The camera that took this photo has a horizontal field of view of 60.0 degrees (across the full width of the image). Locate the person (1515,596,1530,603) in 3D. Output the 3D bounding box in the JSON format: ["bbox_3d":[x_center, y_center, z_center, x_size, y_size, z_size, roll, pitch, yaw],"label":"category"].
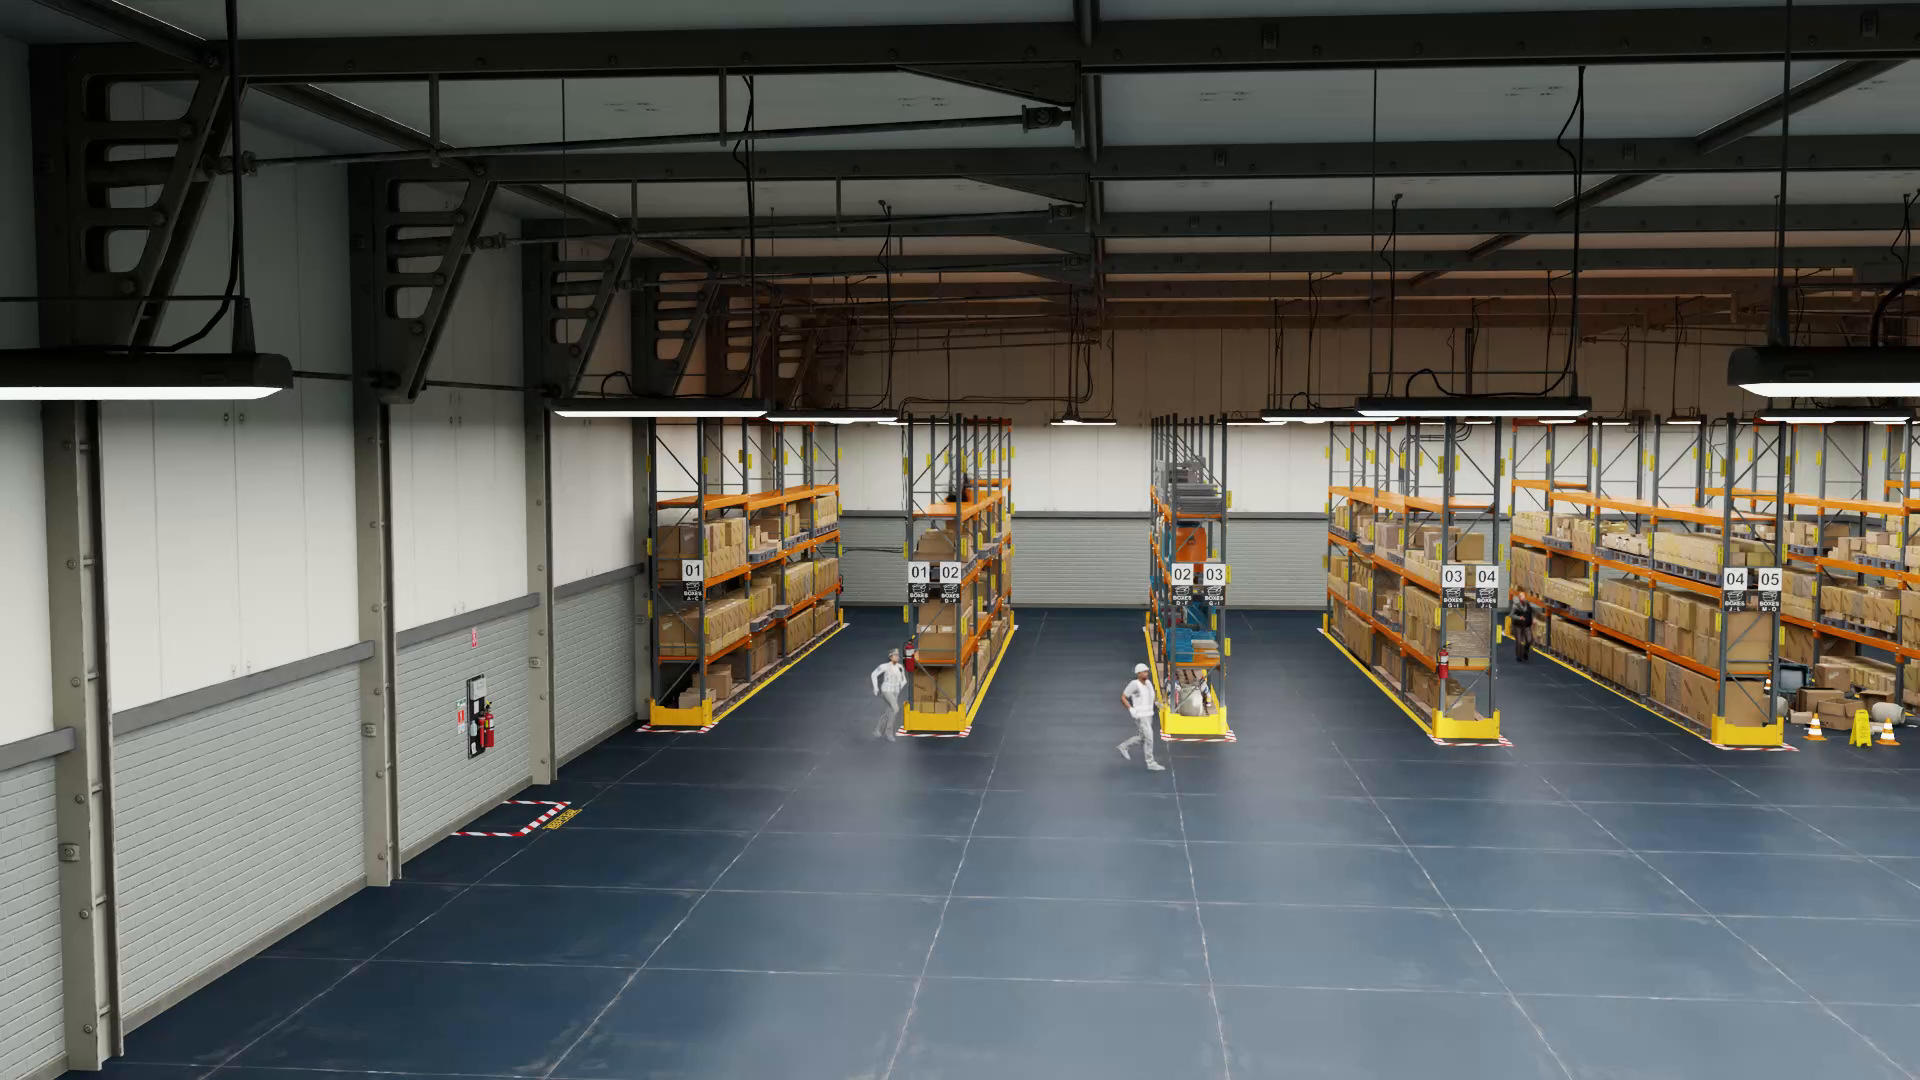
[{"bbox_3d":[16.096,1.779,47.366,0.610,1.531,0.693,1,4,12],"label":"person"}]

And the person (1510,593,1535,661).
[{"bbox_3d":[13.759,2.133,40.601,0.637,1.683,0.626,0,4,4],"label":"person"}]

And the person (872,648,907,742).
[{"bbox_3d":[-1.244,2.823,30.584,0.595,1.662,0.640,-3,5,-41],"label":"person"}]

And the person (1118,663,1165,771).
[{"bbox_3d":[3.029,2.948,27.907,0.945,1.762,0.698,3,5,36],"label":"person"}]
